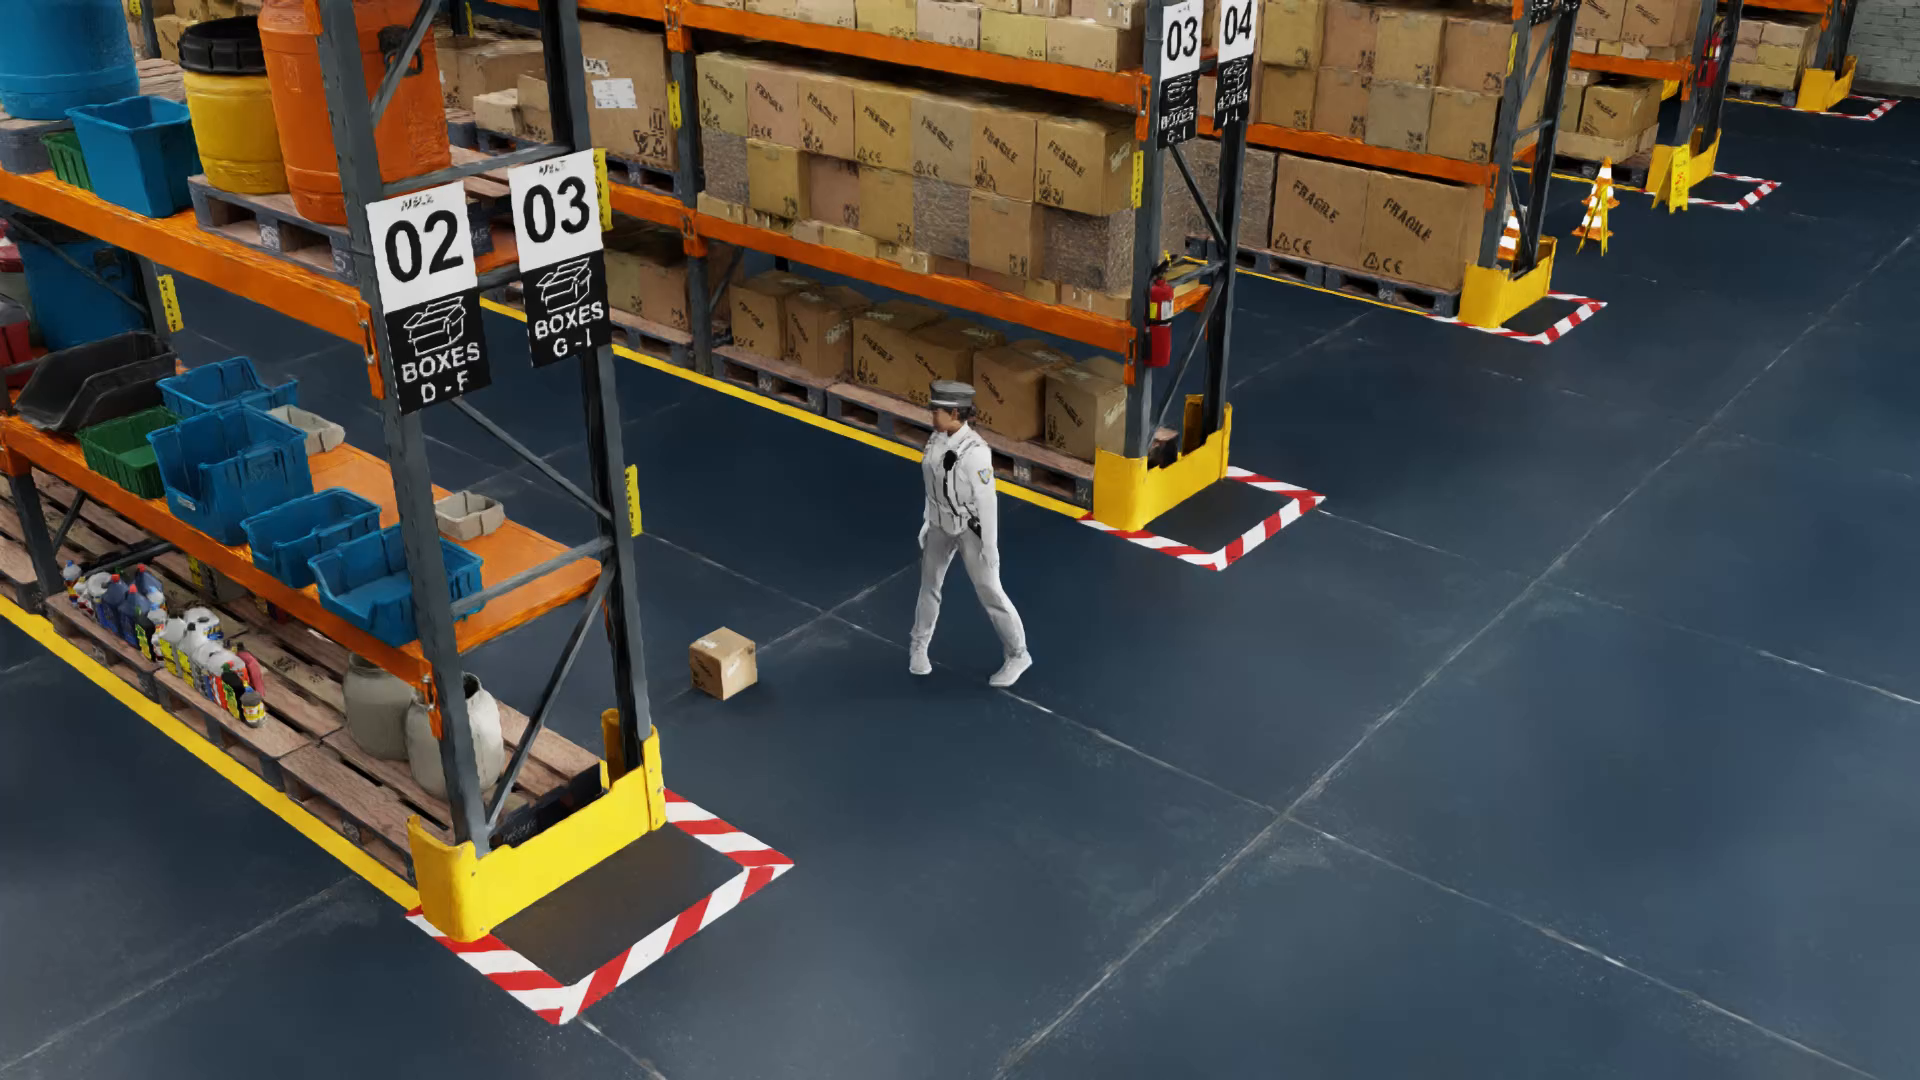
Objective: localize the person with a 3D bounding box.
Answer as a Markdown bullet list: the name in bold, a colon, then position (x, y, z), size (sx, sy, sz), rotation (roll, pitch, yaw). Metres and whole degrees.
- **person**: position (0.020, -0.028, 8.681), size (0.539, 1.666, 0.579), rotation (-20, 33, -33)
